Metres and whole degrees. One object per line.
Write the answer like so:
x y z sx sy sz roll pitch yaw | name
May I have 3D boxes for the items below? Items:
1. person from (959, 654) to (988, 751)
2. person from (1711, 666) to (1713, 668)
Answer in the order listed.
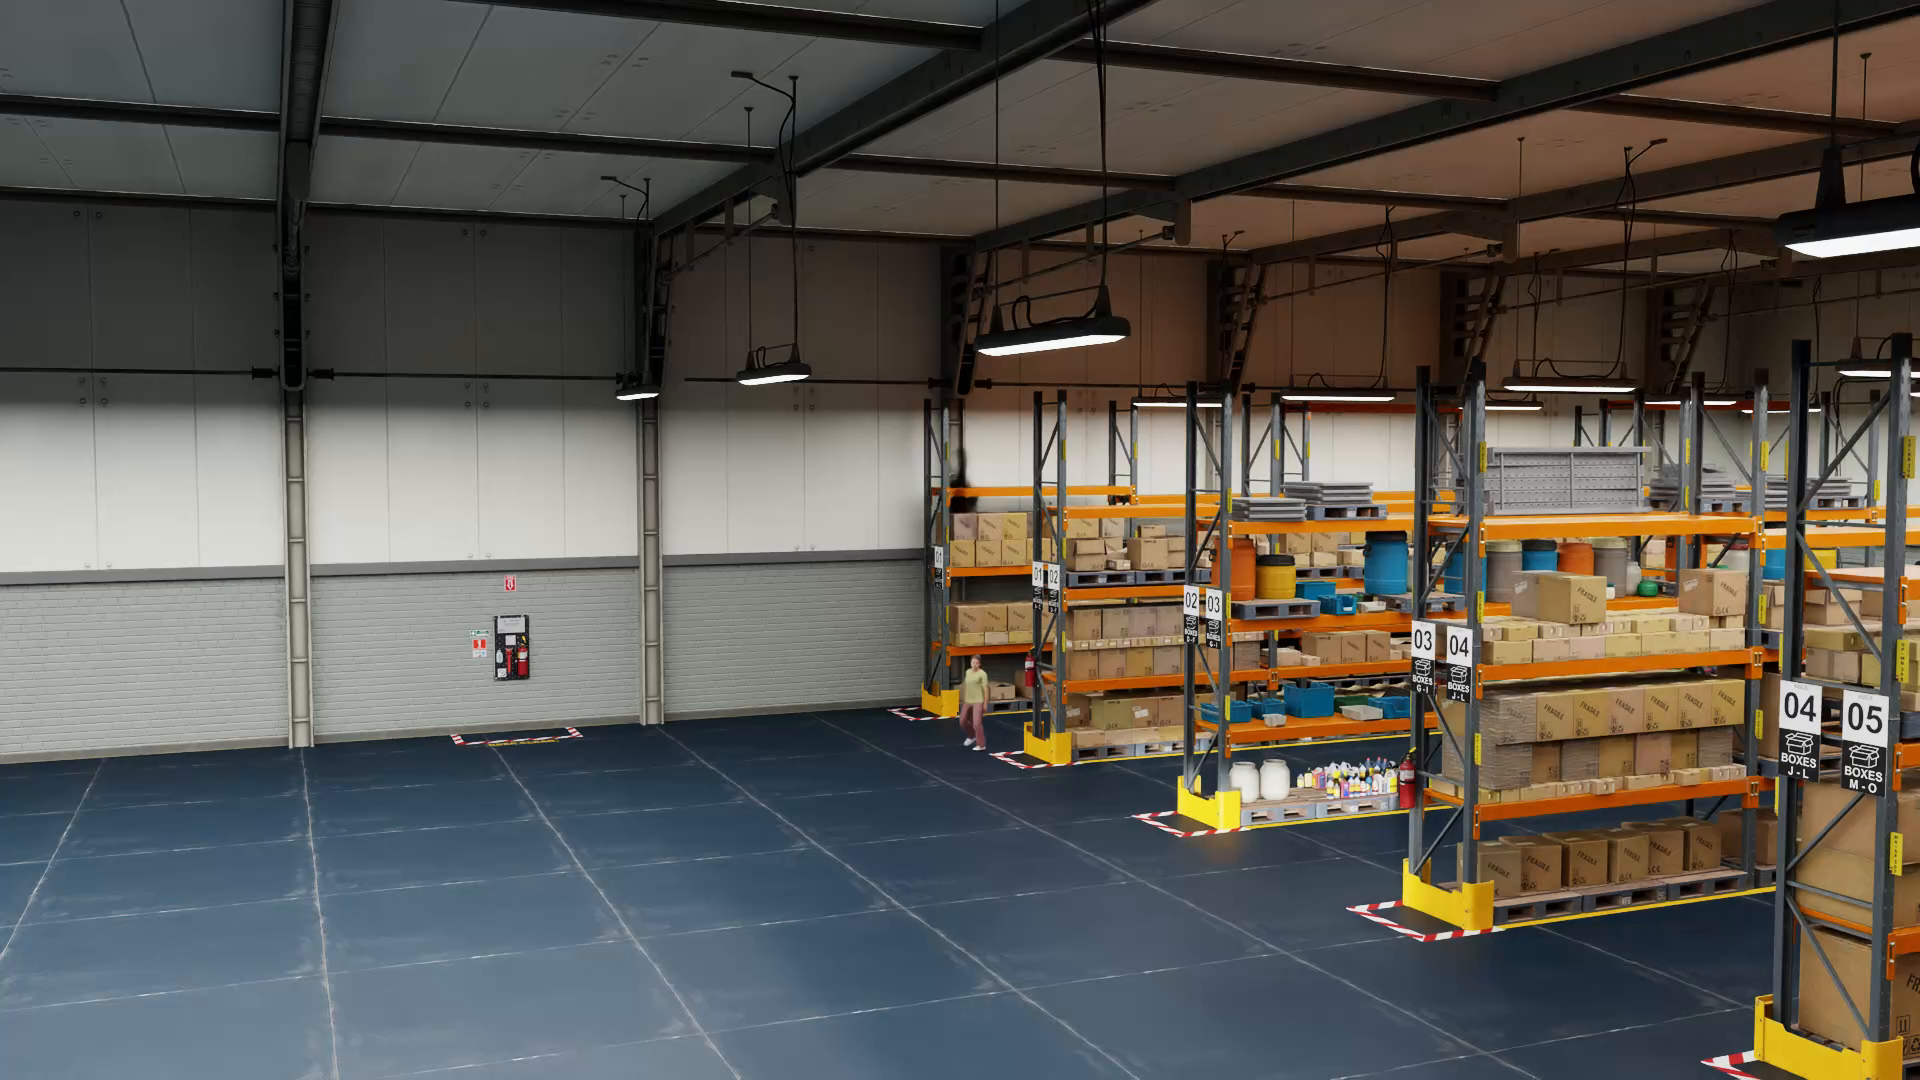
0.262 2.684 27.837 0.584 1.603 0.504 2 4 36 | person
16.886 2.177 36.540 0.685 1.663 0.873 0 3 1 | person
